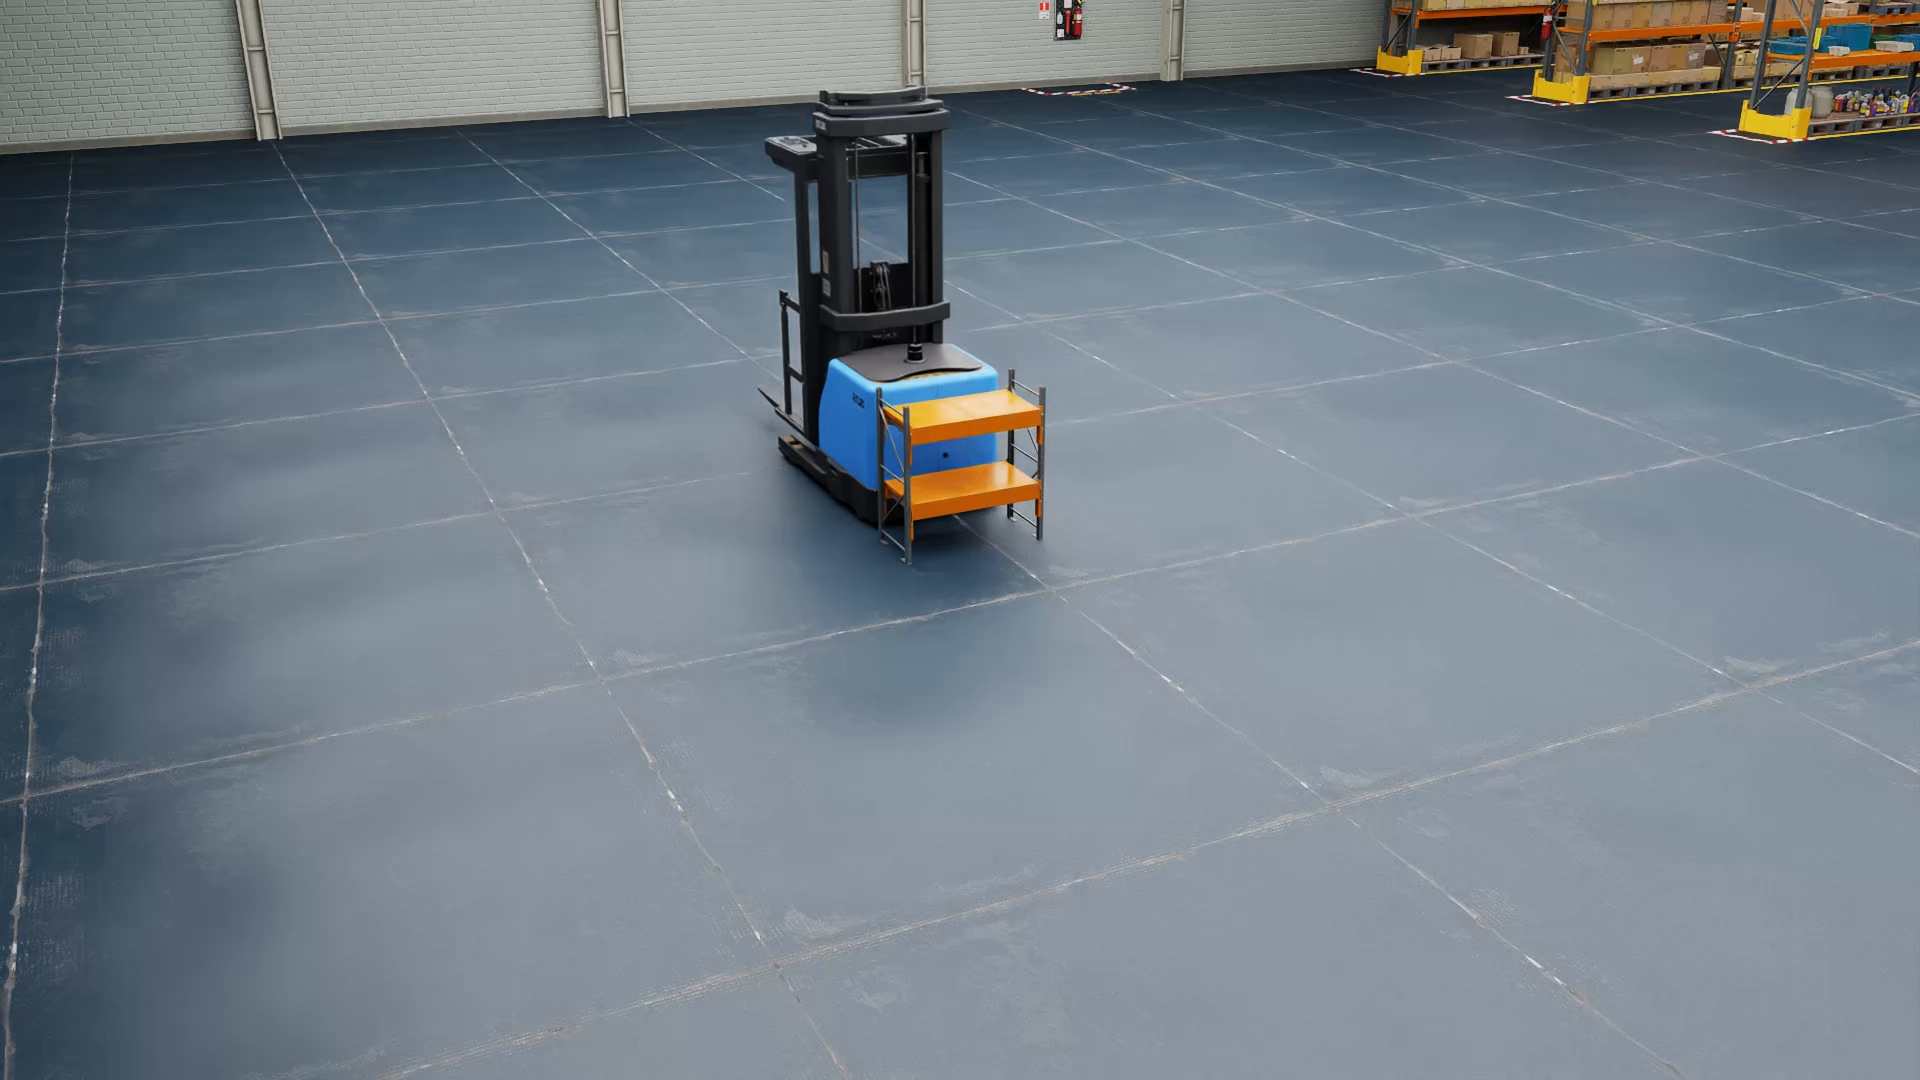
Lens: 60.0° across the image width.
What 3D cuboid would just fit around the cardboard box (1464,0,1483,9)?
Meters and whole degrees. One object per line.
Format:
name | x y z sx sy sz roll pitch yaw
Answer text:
cardboard box | 11.149 -11.857 36.641 0.500 0.250 0.500 -11 25 -24

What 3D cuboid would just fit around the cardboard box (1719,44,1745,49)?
cardboard box | 16.111 -10.166 34.699 0.500 0.311 0.500 -10 24 -22

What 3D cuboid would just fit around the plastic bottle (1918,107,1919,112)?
plastic bottle | 17.094 -7.794 29.545 0.185 0.351 0.144 -11 25 -25

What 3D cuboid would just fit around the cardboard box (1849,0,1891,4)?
cardboard box | 19.527 -11.776 35.596 0.700 0.500 0.500 21 30 41

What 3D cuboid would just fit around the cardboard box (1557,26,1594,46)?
cardboard box | 14.352 -11.714 38.821 0.500 0.500 0.700 -11 25 -25

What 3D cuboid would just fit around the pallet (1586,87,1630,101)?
pallet | 12.471 -8.918 33.018 1.213 0.211 1.003 -10 25 -24

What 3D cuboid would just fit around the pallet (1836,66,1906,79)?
pallet | 19.697 -10.214 36.150 1.213 0.211 1.003 -10 25 -24

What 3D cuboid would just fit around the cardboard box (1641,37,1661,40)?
cardboard box | 16.230 -12.010 39.534 0.500 0.500 0.700 -10 25 -23

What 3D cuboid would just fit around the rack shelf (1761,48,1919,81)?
rack shelf | 15.747 -8.357 28.957 4.000 0.370 1.077 -10 25 -24

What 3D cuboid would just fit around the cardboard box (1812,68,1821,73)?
cardboard box | 17.723 -9.975 34.972 0.500 0.250 0.500 -10 24 -22

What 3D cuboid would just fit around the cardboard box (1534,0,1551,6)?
cardboard box | 12.957 -12.192 37.452 0.500 0.250 0.500 -10 25 -23

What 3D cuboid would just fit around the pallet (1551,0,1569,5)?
pallet | 14.004 -12.423 38.091 1.213 0.211 1.003 -10 25 -24

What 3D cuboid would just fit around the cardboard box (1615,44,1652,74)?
cardboard box | 13.274 -9.518 32.888 0.500 0.500 0.500 -10 25 -24

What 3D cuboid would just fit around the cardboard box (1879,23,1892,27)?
cardboard box | 23.478 -13.314 42.712 0.500 0.500 0.700 -10 25 -24

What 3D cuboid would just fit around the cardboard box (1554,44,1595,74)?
cardboard box | 12.154 -9.527 32.908 0.500 0.500 0.500 -10 25 -24

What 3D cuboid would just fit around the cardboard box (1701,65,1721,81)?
cardboard box | 15.081 -9.500 33.824 0.500 0.250 0.500 -10 25 -24

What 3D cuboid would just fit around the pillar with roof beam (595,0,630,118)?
pillar with roof beam | -4.448 -10.488 25.322 0.400 9.000 9.100 -10 25 -24

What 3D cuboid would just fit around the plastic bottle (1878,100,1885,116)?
plastic bottle | 16.112 -7.567 29.100 0.097 0.271 0.097 0 22 0

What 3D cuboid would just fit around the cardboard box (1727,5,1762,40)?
cardboard box | 19.132 -12.662 40.678 0.750 0.750 0.750 -10 24 -22

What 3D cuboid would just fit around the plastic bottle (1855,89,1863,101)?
plastic bottle | 16.088 -7.908 29.819 0.185 0.351 0.144 -11 25 -24

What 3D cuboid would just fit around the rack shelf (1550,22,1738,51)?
rack shelf | 13.602 -10.064 33.083 4.000 0.370 1.077 -10 25 -24

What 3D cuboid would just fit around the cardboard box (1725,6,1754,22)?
cardboard box | 15.829 -10.756 34.009 0.500 0.250 0.500 -9 24 -20

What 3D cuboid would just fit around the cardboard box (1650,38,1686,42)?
cardboard box | 14.403 -9.944 33.916 0.500 0.500 0.500 -10 25 -24

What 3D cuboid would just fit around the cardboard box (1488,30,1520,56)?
cardboard box | 12.334 -11.298 37.814 0.500 0.500 0.500 -12 26 -28

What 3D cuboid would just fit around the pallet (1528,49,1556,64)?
pallet | 13.953 -11.276 38.716 1.213 0.211 1.003 -10 25 -24

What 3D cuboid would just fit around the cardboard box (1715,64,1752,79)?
cardboard box | 15.875 -9.634 34.147 0.500 0.250 0.500 -11 25 -25

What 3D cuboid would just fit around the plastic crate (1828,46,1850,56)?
plastic crate | 14.891 -8.273 28.159 0.250 0.136 0.298 -10 25 -24

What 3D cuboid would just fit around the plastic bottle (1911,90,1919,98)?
plastic bottle | 17.031 -7.844 29.665 0.185 0.351 0.144 -10 25 -24

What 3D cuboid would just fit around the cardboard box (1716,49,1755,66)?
cardboard box | 15.884 -9.894 34.043 0.500 0.311 0.500 -10 25 -23

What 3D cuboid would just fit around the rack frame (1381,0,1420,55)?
rack frame | 9.648 -11.772 36.266 0.127 3.000 1.000 -10 25 -24

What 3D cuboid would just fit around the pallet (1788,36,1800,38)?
pallet | 21.180 -12.573 41.848 1.213 0.211 1.003 -10 25 -24

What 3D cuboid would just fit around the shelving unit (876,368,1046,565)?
shelving unit | 0.006 -0.521 11.538 1.048 1.125 0.538 -10 25 -24

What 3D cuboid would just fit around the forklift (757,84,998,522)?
forklift | -0.802 -2.012 12.778 1.130 2.935 3.031 -10 25 -23

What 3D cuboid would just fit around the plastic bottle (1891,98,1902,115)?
plastic bottle | 16.482 -7.649 29.292 0.135 0.276 0.152 -10 24 -23

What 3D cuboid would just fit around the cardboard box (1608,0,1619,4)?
cardboard box | 12.483 -10.447 32.086 0.250 0.149 0.380 -11 25 -25

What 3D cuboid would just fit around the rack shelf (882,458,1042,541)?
rack shelf | 0.006 -0.295 11.631 1.000 0.278 0.538 -10 25 -24

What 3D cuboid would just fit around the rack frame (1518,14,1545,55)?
rack frame | 13.252 -12.435 37.869 0.127 3.000 1.000 -10 25 -24

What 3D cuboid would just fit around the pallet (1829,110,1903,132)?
pallet | 15.825 -7.432 29.427 1.213 0.211 1.003 -10 25 -24

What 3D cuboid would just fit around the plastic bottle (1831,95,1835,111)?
plastic bottle | 15.507 -7.787 29.616 0.133 0.283 0.061 -10 24 -22

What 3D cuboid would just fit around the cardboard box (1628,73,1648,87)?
cardboard box | 13.279 -9.168 33.022 0.500 0.250 0.500 -10 25 -24

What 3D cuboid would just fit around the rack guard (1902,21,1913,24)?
rack guard | 24.087 -13.275 43.165 0.348 0.500 1.175 -10 25 -24

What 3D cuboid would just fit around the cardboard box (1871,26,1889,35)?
cardboard box | 19.798 -11.034 36.196 0.500 0.250 0.500 -9 24 -22

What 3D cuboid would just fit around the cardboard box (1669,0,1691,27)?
cardboard box | 14.081 -10.527 33.130 0.500 0.500 0.700 -10 25 -23

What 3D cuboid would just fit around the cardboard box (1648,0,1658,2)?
cardboard box | 13.406 -10.616 32.496 0.250 0.149 0.380 -11 25 -24

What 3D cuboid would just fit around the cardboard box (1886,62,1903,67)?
cardboard box | 20.012 -10.506 35.902 0.500 0.500 0.500 -11 25 -26

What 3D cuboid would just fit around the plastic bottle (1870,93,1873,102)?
plastic bottle | 16.355 -7.904 29.915 0.097 0.271 0.097 0 22 0

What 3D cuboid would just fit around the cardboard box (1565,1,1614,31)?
cardboard box | 12.226 -10.184 32.301 0.500 0.500 0.700 -10 25 -24

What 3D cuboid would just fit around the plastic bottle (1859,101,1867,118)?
plastic bottle | 15.714 -7.493 28.923 0.097 0.271 0.097 0 22 0

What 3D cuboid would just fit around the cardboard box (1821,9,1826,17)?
cardboard box | 17.884 -11.045 34.839 0.250 0.149 0.380 -9 24 -20

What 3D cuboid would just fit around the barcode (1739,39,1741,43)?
barcode | 15.815 -10.119 33.712 0.075 0.075 0.001 -10 25 -24

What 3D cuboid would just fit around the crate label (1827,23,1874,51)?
crate label | 15.486 -8.772 28.974 0.616 0.435 0.502 -10 25 -24

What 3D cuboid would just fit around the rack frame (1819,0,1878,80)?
rack frame | 19.008 -11.392 35.349 0.127 3.000 1.000 -10 25 -24
